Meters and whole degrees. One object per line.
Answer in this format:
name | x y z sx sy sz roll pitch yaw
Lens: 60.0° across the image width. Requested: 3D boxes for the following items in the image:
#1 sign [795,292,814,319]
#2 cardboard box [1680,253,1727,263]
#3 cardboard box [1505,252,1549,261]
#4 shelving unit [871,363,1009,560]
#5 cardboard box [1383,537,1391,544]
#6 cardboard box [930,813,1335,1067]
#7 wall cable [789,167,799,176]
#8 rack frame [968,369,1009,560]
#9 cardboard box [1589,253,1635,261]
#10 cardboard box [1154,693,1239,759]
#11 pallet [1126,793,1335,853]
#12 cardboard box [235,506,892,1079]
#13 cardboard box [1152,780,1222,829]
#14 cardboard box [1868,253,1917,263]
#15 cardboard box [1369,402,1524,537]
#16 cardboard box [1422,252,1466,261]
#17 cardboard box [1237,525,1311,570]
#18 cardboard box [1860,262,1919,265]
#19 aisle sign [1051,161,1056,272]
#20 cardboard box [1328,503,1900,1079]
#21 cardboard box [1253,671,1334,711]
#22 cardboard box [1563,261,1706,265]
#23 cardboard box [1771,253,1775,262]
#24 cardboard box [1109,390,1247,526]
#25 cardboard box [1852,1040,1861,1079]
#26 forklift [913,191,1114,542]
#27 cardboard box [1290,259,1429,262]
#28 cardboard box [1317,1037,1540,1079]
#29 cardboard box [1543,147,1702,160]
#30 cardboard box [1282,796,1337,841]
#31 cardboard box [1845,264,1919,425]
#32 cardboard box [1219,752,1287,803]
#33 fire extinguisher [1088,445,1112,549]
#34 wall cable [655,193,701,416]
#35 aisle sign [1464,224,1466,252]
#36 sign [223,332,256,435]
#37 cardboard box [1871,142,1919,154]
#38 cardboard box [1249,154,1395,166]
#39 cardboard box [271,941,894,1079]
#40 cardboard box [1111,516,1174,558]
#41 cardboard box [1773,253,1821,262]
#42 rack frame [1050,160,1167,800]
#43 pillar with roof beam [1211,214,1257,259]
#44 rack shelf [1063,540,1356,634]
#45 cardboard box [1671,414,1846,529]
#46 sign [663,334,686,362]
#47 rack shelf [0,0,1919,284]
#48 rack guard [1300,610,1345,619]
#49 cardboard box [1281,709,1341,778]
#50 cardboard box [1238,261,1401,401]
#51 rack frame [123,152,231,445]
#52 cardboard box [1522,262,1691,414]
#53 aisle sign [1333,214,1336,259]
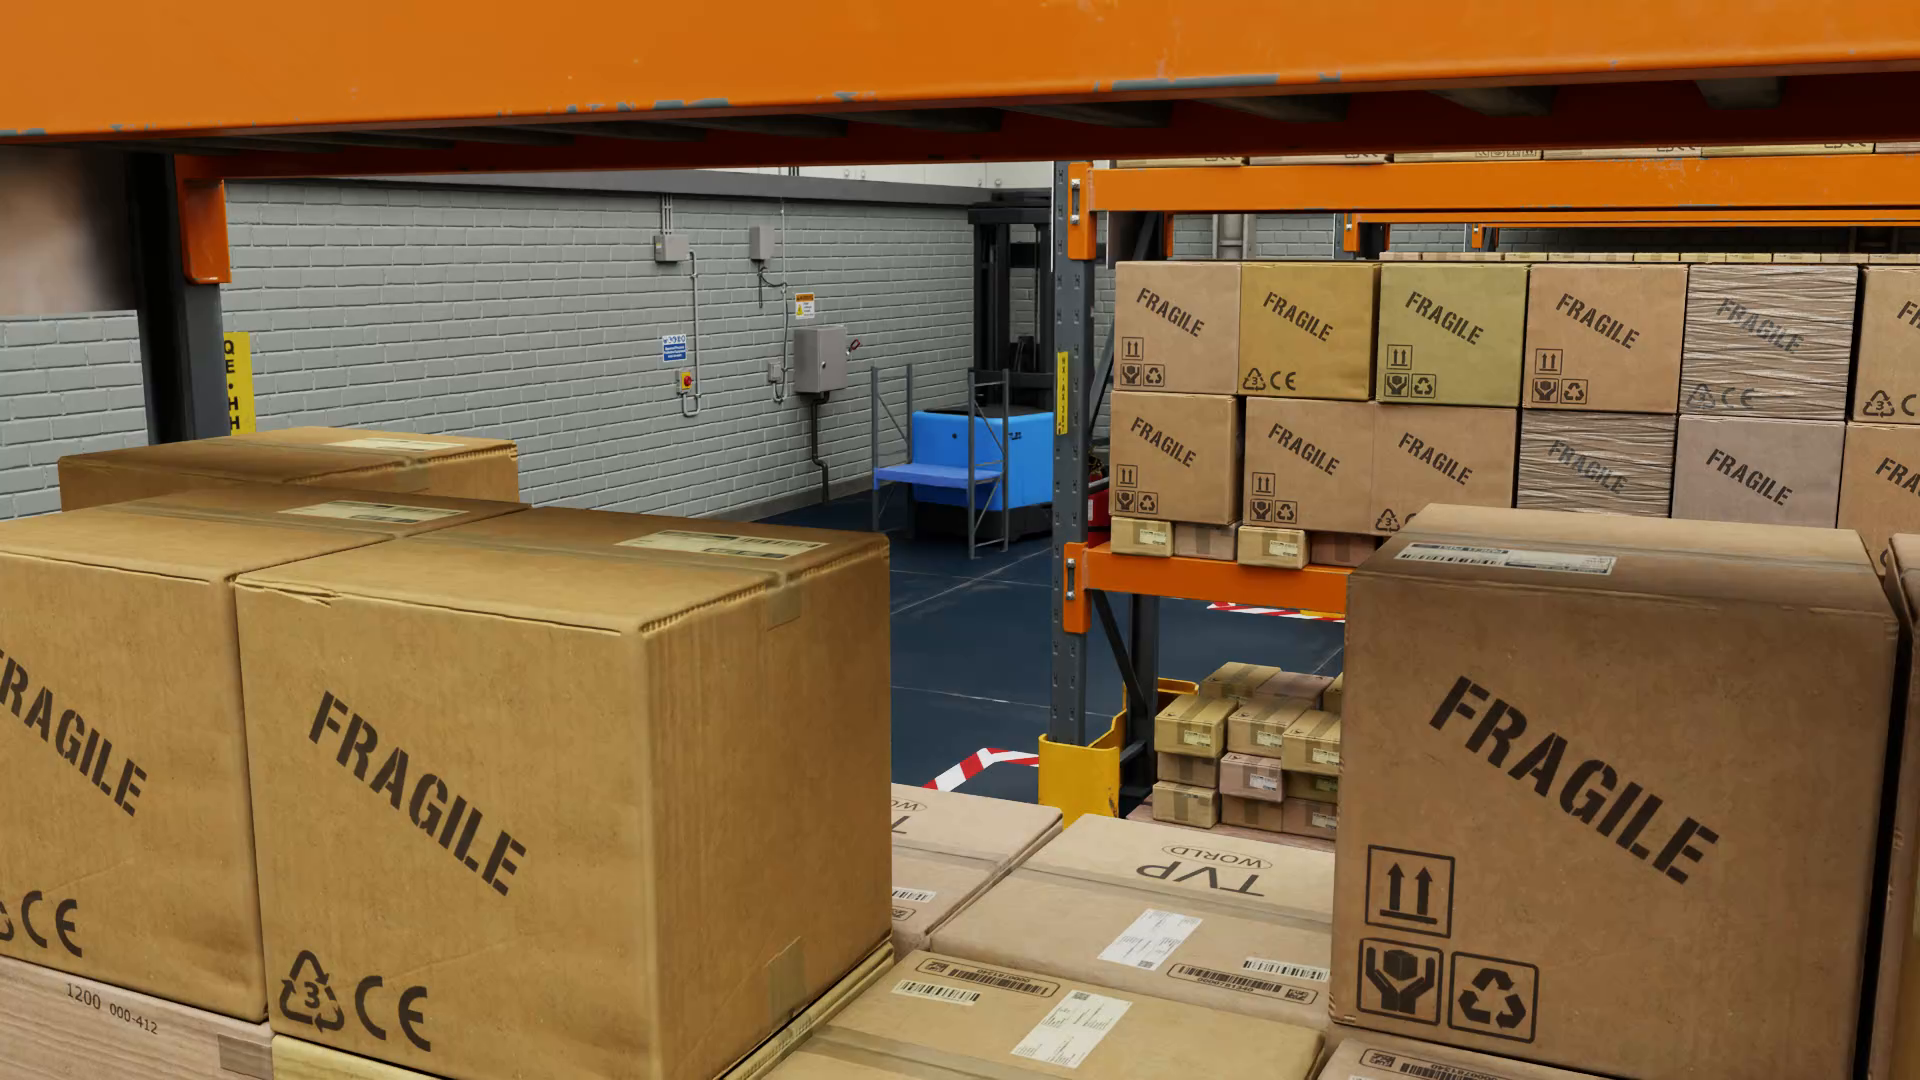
sign | -1.469 -2.220 15.755 0.001 0.242 0.339 5 11 26
cardboard box | 4.573 -1.688 10.225 0.250 0.149 0.380 5 11 26
cardboard box | 3.637 -1.764 10.644 0.250 0.149 0.380 5 11 24
shelving unit | -0.168 -0.669 13.712 1.048 1.500 0.538 8 13 37
cardboard box | 1.783 0.025 6.372 0.250 0.149 0.380 5 11 25
cardboard box | 0.295 0.585 2.162 0.500 0.250 0.500 5 11 26
wall cable | -0.876 -4.977 16.358 0.133 3.039 2.988 5 11 26
rack frame | 0.232 -0.613 13.403 0.032 1.500 0.500 8 13 37
cardboard box | 4.101 -1.725 10.430 0.250 0.149 0.380 5 11 26
cardboard box | 0.968 0.756 6.786 0.250 0.149 0.380 4 11 23
pallet | 1.429 1.205 6.981 1.213 0.211 1.003 5 11 26
cardboard box | -0.410 0.260 1.853 0.500 0.500 0.500 5 11 24
cardboard box | 0.977 1.046 6.856 0.250 0.149 0.380 5 12 27
cardboard box | 5.510 -1.620 9.846 0.250 0.149 0.380 5 11 26
cardboard box | 1.854 -0.280 6.241 0.500 0.500 0.500 5 11 27
cardboard box | 3.210 -1.821 10.957 0.250 0.149 0.380 5 12 27
cardboard box | 1.258 0.002 6.504 0.250 0.149 0.380 5 11 24
cardboard box | 3.467 -0.728 5.908 0.500 0.500 0.500 5 11 24
aisle sign | 0.450 -1.480 6.686 0.004 0.787 0.394 5 11 26
cardboard box | 0.727 0.256 1.874 0.500 0.500 0.500 5 11 24
cardboard box | 1.435 0.691 7.147 0.250 0.149 0.380 5 12 27
cardboard box | 2.569 -0.814 6.380 0.500 0.500 0.500 5 11 24
cardboard box | 5.261 -1.739 10.507 0.250 0.149 0.380 5 11 24
cardboard box | 0.929 -0.359 6.676 0.500 0.500 0.500 6 12 29
cardboard box | 1.201 0.665 1.720 0.500 0.250 0.500 5 11 26
forklift | 0.889 -1.634 15.030 1.130 2.935 3.031 9 13 40
cardboard box | 1.623 -0.894 6.826 0.500 0.500 0.500 5 11 24
cardboard box | 0.515 0.710 1.469 0.500 0.250 0.500 5 12 27
cardboard box | 2.334 -1.446 5.796 0.500 0.250 0.500 5 11 26
cardboard box | 1.473 1.072 6.713 0.250 0.149 0.380 5 11 26
cardboard box | 3.228 -0.649 5.471 0.500 0.500 0.500 5 11 24
cardboard box | 1.225 0.920 6.717 0.250 0.149 0.380 5 11 26
fire extinguisher | 0.627 -0.115 7.708 0.183 0.674 0.296 5 11 26
wall cable | -2.319 -1.998 13.904 0.123 1.953 0.585 5 11 26
aisle sign | 4.750 -3.072 15.484 0.004 0.787 0.394 5 11 26
sign | -1.384 -0.231 3.166 0.005 0.325 0.100 5 11 26
cardboard box | 3.233 -1.367 5.358 0.500 0.250 0.500 5 11 26
cardboard box | 1.408 -1.527 6.243 0.500 0.250 0.500 5 12 28
cardboard box | -0.408 0.630 1.915 0.500 0.250 0.500 5 11 24
cardboard box | 0.794 -0.042 6.743 0.250 0.149 0.380 5 11 25
cardboard box | 5.035 -1.651 10.018 0.250 0.149 0.380 5 11 25
rack frame | 0.648 -0.243 7.151 0.127 3.000 1.000 5 11 26
pillar with roof beam | 1.017 -4.456 13.581 0.400 9.000 9.100 5 11 26
rack shelf | 2.442 0.269 6.344 4.000 0.370 1.077 5 11 26
cardboard box | 2.766 -0.197 5.780 0.500 0.500 0.500 5 11 26
sign | -2.395 -1.612 13.957 0.001 0.218 0.327 5 11 26
rack shelf | 0.157 -0.423 1.744 4.000 0.370 1.077 5 11 26
rack guard | 2.726 0.187 11.796 0.348 0.500 1.175 5 11 26
cardboard box | 1.438 0.799 6.550 0.250 0.149 0.380 5 11 26
cardboard box | 1.389 -0.814 6.382 0.500 0.500 0.500 5 12 27
rack frame | -1.635 0.541 2.821 0.053 2.616 0.949 5 11 26
cardboard box | 2.304 -0.730 5.917 0.500 0.500 0.500 5 11 24
aisle sign | 2.555 -2.280 11.107 0.004 0.787 0.394 5 11 26
